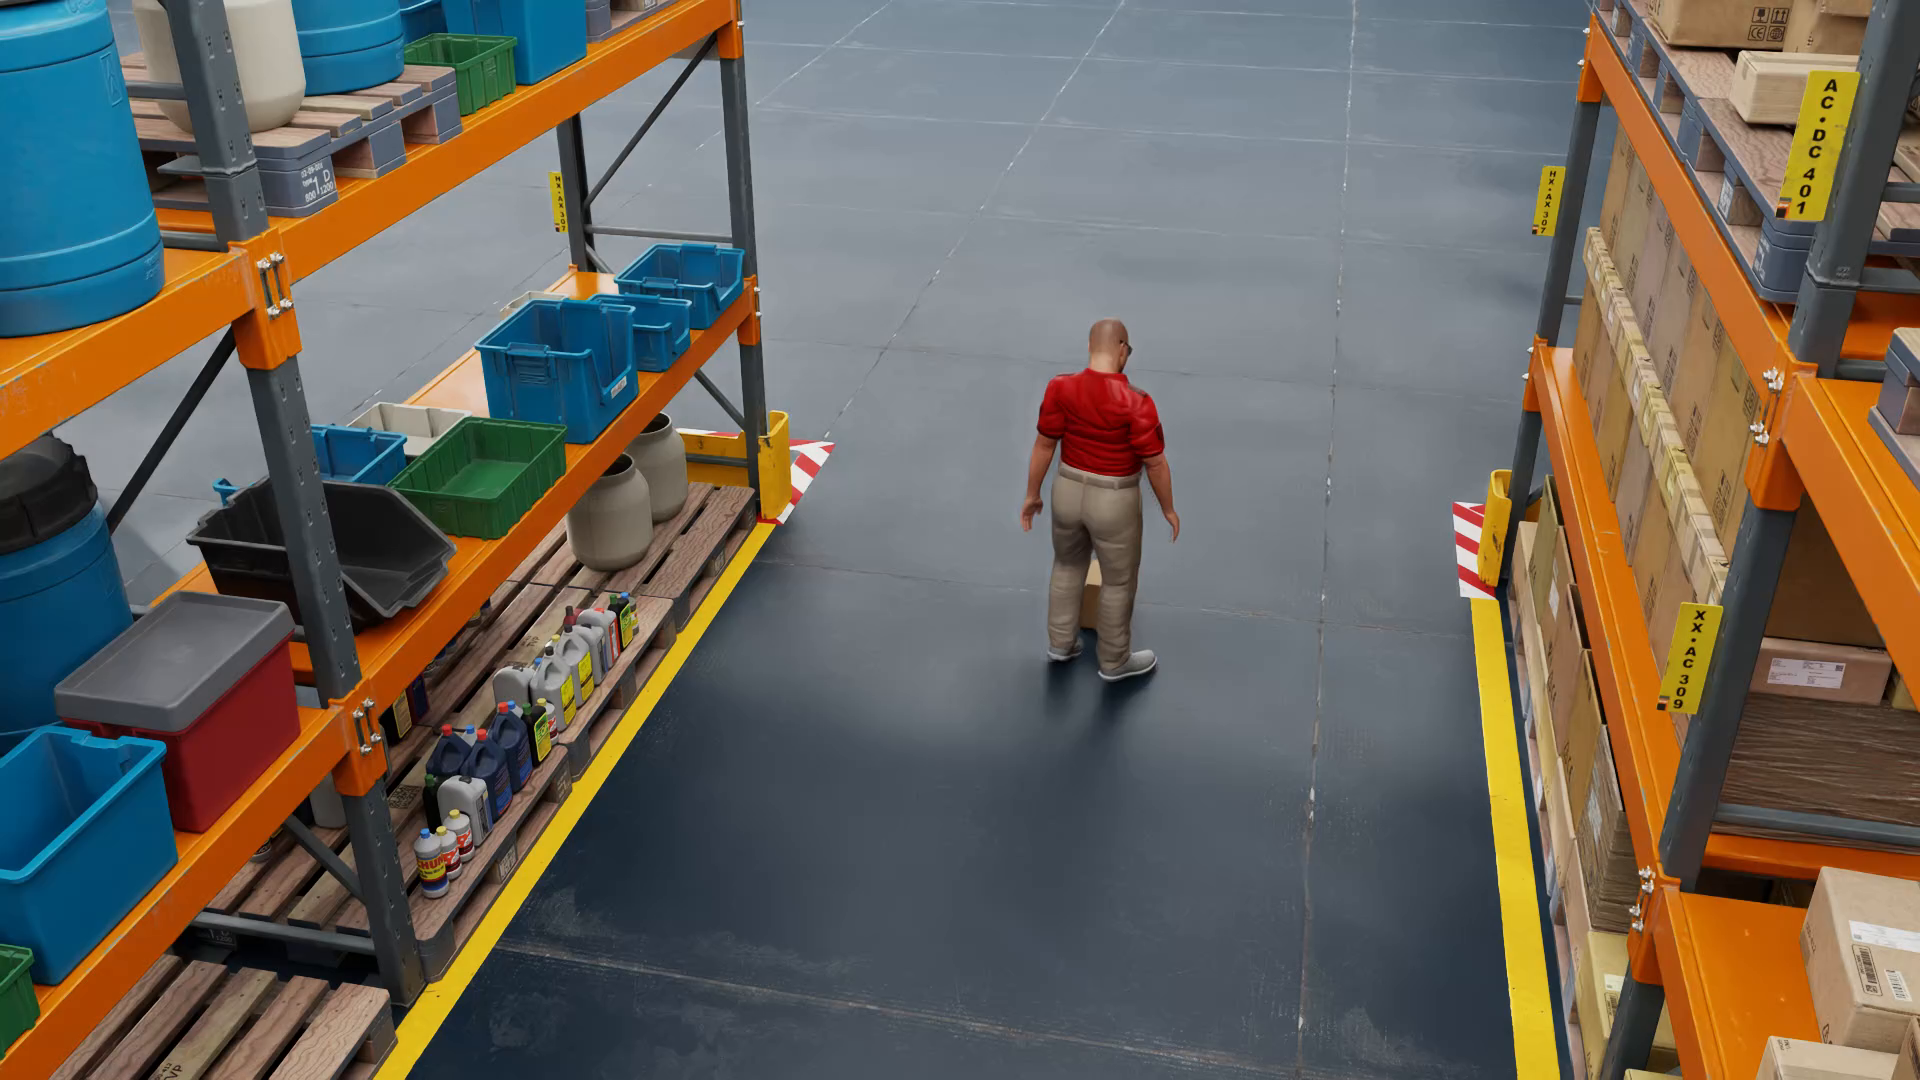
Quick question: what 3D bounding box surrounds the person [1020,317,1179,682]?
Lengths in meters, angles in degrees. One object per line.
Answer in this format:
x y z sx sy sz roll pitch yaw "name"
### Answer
0.646 -0.136 7.407 0.665 1.769 0.401 16 32 27 "person"
